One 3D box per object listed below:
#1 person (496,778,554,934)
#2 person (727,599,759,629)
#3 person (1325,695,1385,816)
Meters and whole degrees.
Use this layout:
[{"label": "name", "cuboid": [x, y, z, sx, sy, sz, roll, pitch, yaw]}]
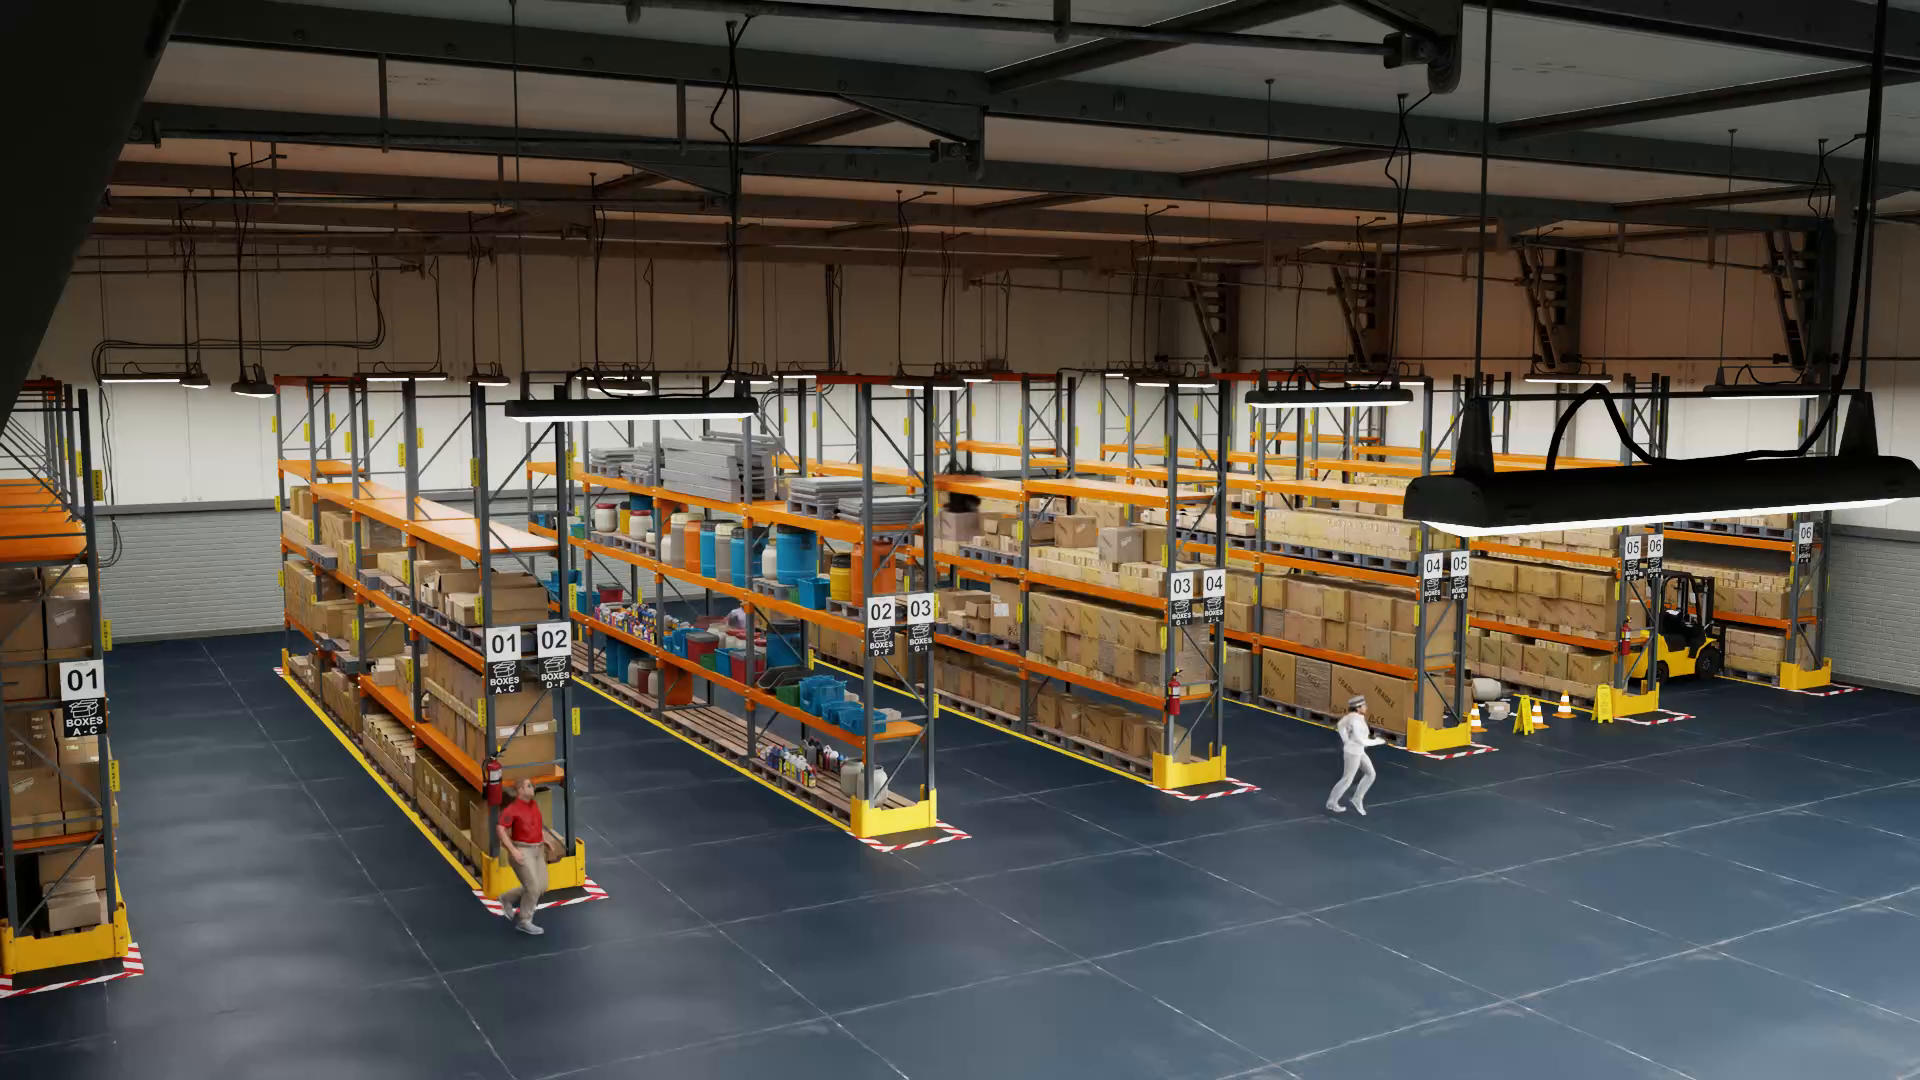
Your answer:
[{"label": "person", "cuboid": [-4.838, 3.494, 18.513, 0.586, 1.677, 0.713, 2, 7, 17]}, {"label": "person", "cuboid": [-4.247, 1.915, 32.650, 0.582, 1.649, 0.774, -5, 8, -40]}, {"label": "person", "cuboid": [5.476, 2.985, 23.011, 0.785, 1.710, 0.573, 2, 6, 15]}]
